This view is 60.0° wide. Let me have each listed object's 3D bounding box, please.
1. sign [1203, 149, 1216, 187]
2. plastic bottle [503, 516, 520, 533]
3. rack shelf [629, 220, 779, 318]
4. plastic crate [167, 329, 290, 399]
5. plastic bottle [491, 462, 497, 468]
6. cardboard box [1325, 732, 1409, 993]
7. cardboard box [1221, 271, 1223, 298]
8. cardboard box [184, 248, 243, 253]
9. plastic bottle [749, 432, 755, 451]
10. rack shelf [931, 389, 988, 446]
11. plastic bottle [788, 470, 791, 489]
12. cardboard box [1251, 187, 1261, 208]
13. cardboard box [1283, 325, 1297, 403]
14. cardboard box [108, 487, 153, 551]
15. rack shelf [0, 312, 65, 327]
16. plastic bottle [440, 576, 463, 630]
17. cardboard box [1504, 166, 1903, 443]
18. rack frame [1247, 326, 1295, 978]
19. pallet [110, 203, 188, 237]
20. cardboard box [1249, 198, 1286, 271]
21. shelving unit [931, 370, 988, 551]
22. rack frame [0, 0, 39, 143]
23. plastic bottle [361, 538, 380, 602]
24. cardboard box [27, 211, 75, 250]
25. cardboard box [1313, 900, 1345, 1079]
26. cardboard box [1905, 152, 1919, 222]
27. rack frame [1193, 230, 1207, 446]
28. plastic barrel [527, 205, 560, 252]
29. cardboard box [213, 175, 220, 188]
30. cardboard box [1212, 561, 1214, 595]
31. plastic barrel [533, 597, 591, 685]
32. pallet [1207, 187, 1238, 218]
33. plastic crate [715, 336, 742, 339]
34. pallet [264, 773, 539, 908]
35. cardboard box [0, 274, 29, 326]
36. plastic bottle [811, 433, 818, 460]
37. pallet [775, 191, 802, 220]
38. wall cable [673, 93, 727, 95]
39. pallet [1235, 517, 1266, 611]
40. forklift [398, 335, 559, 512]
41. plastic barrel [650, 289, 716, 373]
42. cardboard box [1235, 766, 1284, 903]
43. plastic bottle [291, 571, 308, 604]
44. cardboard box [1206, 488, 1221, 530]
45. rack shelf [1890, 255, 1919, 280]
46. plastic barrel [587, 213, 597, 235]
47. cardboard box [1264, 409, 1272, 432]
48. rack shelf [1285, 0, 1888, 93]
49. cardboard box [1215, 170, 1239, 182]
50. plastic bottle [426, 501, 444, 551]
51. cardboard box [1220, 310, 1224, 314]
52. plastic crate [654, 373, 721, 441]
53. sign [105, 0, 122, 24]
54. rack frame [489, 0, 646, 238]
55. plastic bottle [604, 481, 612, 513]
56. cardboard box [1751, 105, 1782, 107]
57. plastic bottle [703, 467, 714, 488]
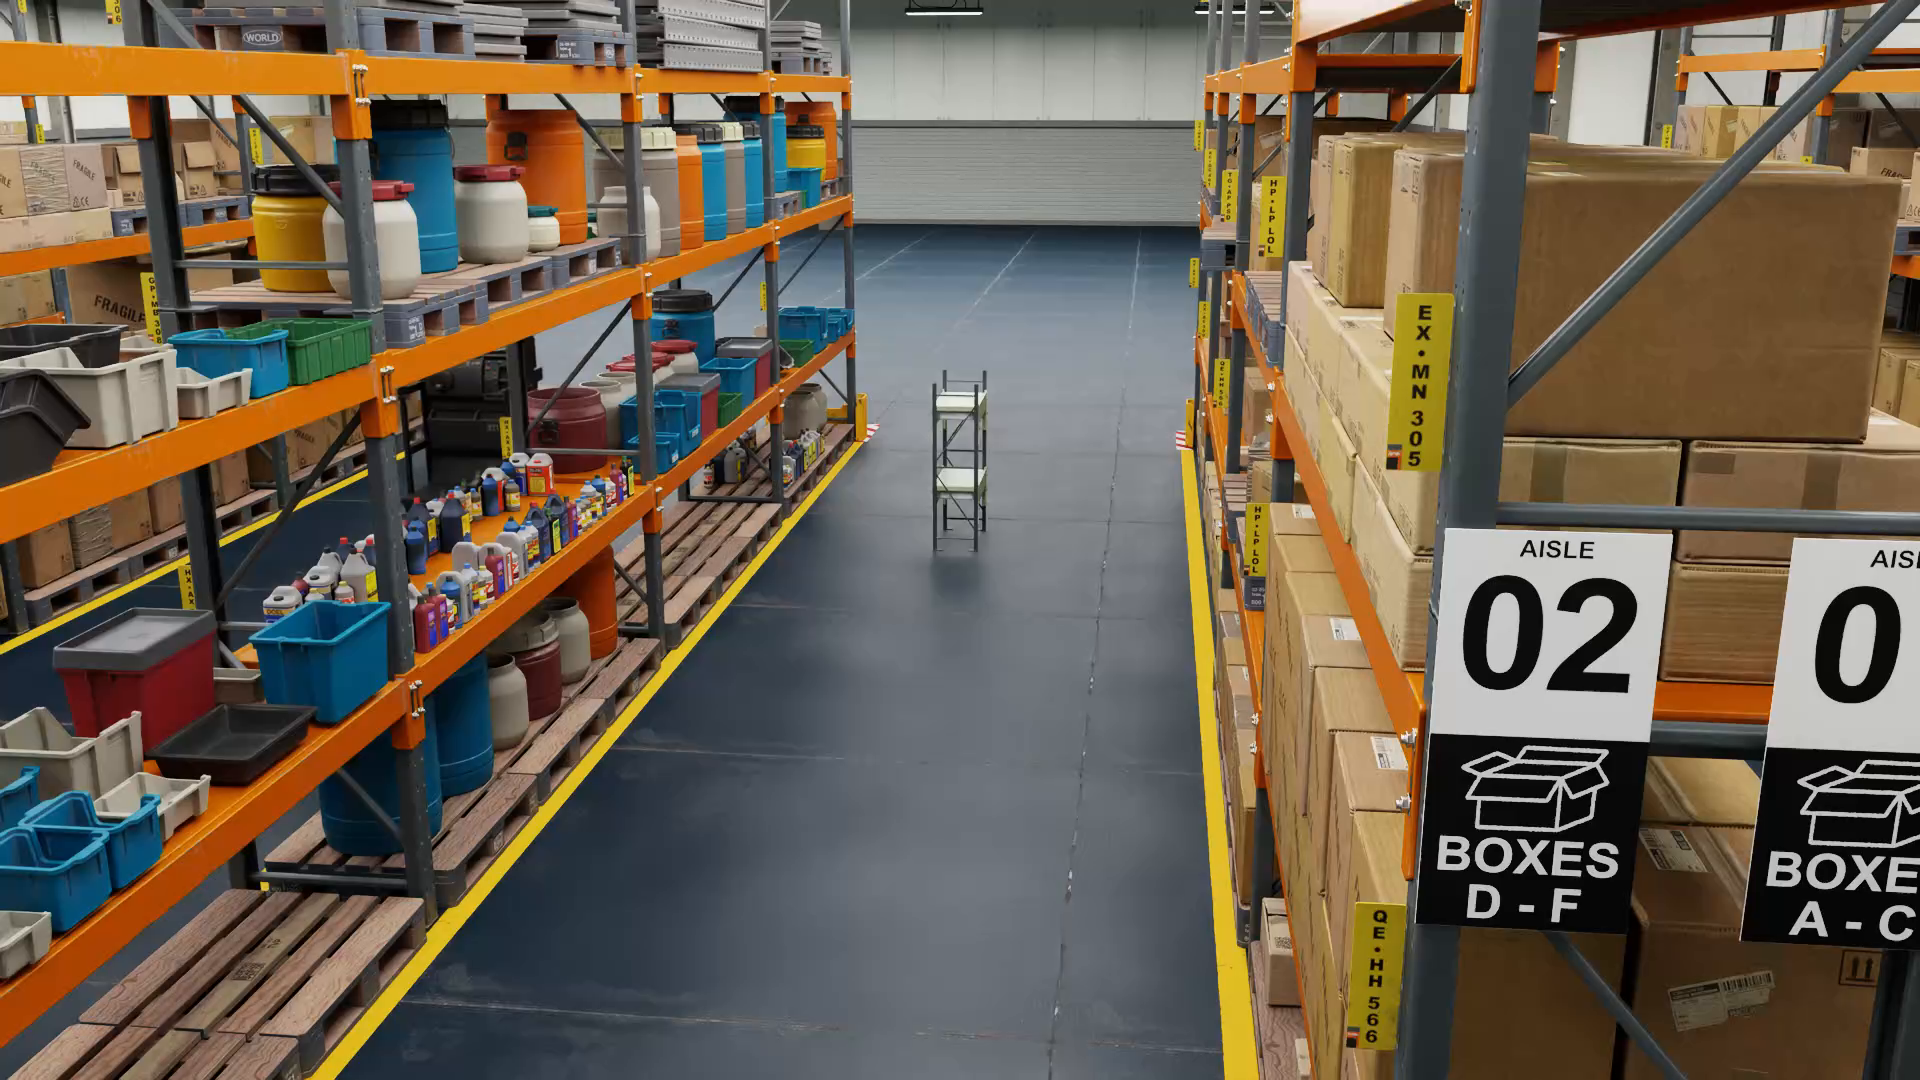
[{"bbox_3d":[2.188,-3.252,14.555,0.100,0.325,0.005,2,15,6],"label":"sign"},{"bbox_3d":[-2.604,-0.004,9.675,0.097,0.271,0.097,0,15,0],"label":"plastic bottle"},{"bbox_3d":[-2.408,-2.229,13.292,1.077,0.370,4.000,2,15,6],"label":"rack shelf"},{"bbox_3d":[-2.870,-0.694,6.557,0.416,0.233,0.300,2,15,6],"label":"plastic crate"},{"bbox_3d":[-3.086,-0.367,10.997,0.061,0.283,0.133,2,15,6],"label":"plastic bottle"},{"bbox_3d":[1.218,0.826,4.253,0.500,0.500,0.500,2,15,8],"label":"cardboard box"},{"bbox_3d":[2.896,-2.551,16.174,0.700,0.500,0.500,2,15,6],"label":"cardboard box"},{"bbox_3d":[-7.326,-2.593,16.327,0.500,0.500,0.500,2,15,6],"label":"cardboard box"},{"bbox_3d":[-2.257,-1.059,17.848,0.097,0.201,0.097,0,15,0],"label":"plastic bottle"},{"bbox_3d":[0.001,-1.102,14.871,0.431,0.370,0.720,2,15,6],"label":"rack shelf"},{"bbox_3d":[-1.699,-0.605,16.171,0.097,0.201,0.097,0,15,0],"label":"plastic bottle"},{"bbox_3d":[2.400,-2.445,12.195,0.500,0.250,0.500,1,15,5],"label":"cardboard box"},{"bbox_3d":[1.536,-0.683,6.480,0.500,0.250,0.500,2,15,6],"label":"cardboard box"},{"bbox_3d":[-7.392,-0.227,14.203,0.700,0.500,0.500,3,15,11],"label":"cardboard box"},{"bbox_3d":[-11.795,-2.137,18.697,1.077,0.370,4.000,2,15,6],"label":"rack shelf"},{"bbox_3d":[-2.598,0.317,8.491,0.097,0.271,0.097,0,15,0],"label":"plastic bottle"},{"bbox_3d":[1.427,-0.501,3.415,0.700,0.500,0.500,2,15,6],"label":"cardboard box"},{"bbox_3d":[1.837,0.574,7.292,1.000,3.000,0.127,2,15,6],"label":"rack frame"},{"bbox_3d":[-7.393,-2.725,14.105,1.213,0.211,1.003,2,15,6],"label":"pallet"},{"bbox_3d":[2.272,-1.845,10.302,0.910,0.500,0.500,2,15,6],"label":"cardboard box"},{"bbox_3d":[0.001,-0.726,14.973,0.431,1.500,0.755,2,15,6],"label":"shelving unit"},{"bbox_3d":[-11.569,-5.899,19.739,1.000,3.000,0.127,2,15,6],"label":"rack frame"},{"bbox_3d":[-3.142,0.159,8.920,0.144,0.351,0.185,2,15,6],"label":"plastic bottle"},{"bbox_3d":[-7.190,-2.379,12.755,0.500,0.250,0.500,2,15,8],"label":"cardboard box"},{"bbox_3d":[1.220,1.305,4.399,0.500,0.500,0.500,2,15,7],"label":"cardboard box"},{"bbox_3d":[7.381,-2.595,12.271,0.500,0.500,0.500,1,15,4],"label":"cardboard box"},{"bbox_3d":[3.191,-2.538,18.802,1.000,3.000,0.127,2,15,6],"label":"rack frame"},{"bbox_3d":[-2.609,-1.912,10.199,0.301,0.262,0.301,0,15,0],"label":"plastic barrel"},{"bbox_3d":[-7.354,-3.454,15.967,0.380,0.149,0.250,2,15,8],"label":"cardboard box"},{"bbox_3d":[2.219,0.254,12.941,0.500,0.250,0.500,2,15,8],"label":"cardboard box"},{"bbox_3d":[-2.647,0.665,10.919,0.421,0.512,0.421,0,15,0],"label":"plastic barrel"},{"bbox_3d":[2.810,-3.128,15.406,1.003,0.211,1.213,2,15,6],"label":"pallet"},{"bbox_3d":[-2.327,-1.871,16.619,0.499,0.251,0.616,2,15,6],"label":"plastic crate"},{"bbox_3d":[-2.956,1.575,8.934,1.003,0.211,1.213,2,15,6],"label":"pallet"},{"bbox_3d":[-11.606,-2.835,19.611,0.875,0.550,0.550,2,15,6],"label":"cardboard box"},{"bbox_3d":[-1.574,-0.993,17.462,0.152,0.276,0.135,1,15,5],"label":"plastic bottle"},{"bbox_3d":[-2.198,-3.194,15.844,1.213,0.211,1.003,2,15,6],"label":"pallet"},{"bbox_3d":[-7.943,-15.874,50.112,2.305,6.003,0.169,2,15,6],"label":"wall cable"},{"bbox_3d":[2.073,0.134,9.288,1.003,0.211,1.213,2,15,6],"label":"pallet"},{"bbox_3d":[-4.554,-1.552,15.287,1.130,2.935,3.031,2,15,7],"label":"forklift"},{"bbox_3d":[-2.527,-1.798,15.105,0.600,0.901,0.708,2,15,6],"label":"plastic barrel"},{"bbox_3d":[1.608,1.432,8.065,0.500,0.500,0.500,2,15,6],"label":"cardboard box"},{"bbox_3d":[-3.381,0.311,8.490,0.061,0.283,0.133,2,15,6],"label":"plastic bottle"},{"bbox_3d":[2.326,-0.283,13.851,0.500,0.311,0.500,1,15,4],"label":"cardboard box"},{"bbox_3d":[7.436,-1.938,12.213,1.077,0.370,4.000,2,15,6],"label":"rack shelf"},{"bbox_3d":[-2.722,-2.328,12.543,0.301,0.262,0.301,0,15,0],"label":"plastic barrel"},{"bbox_3d":[2.329,-0.548,10.444,0.700,0.500,0.500,-3,16,-13],"label":"cardboard box"},{"bbox_3d":[1.611,-1.454,4.685,1.077,0.370,4.000,2,15,6],"label":"rack shelf"},{"bbox_3d":[2.604,-3.419,15.720,0.380,0.149,0.250,2,15,6],"label":"cardboard box"},{"bbox_3d":[-3.160,-0.088,9.978,0.152,0.276,0.135,2,15,6],"label":"plastic bottle"},{"bbox_3d":[2.614,-2.071,15.640,0.380,0.149,0.250,1,15,5],"label":"cardboard box"},{"bbox_3d":[-2.147,-1.051,13.180,0.402,0.464,0.583,2,15,6],"label":"plastic crate"},{"bbox_3d":[-3.631,-2.384,7.141,0.100,0.325,0.005,2,15,6],"label":"sign"},{"bbox_3d":[-2.633,-3.506,10.889,1.000,3.000,0.127,2,15,6],"label":"rack frame"},{"bbox_3d":[-2.323,-0.282,10.840,0.097,0.201,0.097,0,15,0],"label":"plastic bottle"},{"bbox_3d":[8.274,-4.120,16.762,0.500,0.500,0.500,3,15,10],"label":"cardboard box"},{"bbox_3d":[-2.451,-0.612,16.198,0.097,0.201,0.097,0,15,0],"label":"plastic bottle"}]
